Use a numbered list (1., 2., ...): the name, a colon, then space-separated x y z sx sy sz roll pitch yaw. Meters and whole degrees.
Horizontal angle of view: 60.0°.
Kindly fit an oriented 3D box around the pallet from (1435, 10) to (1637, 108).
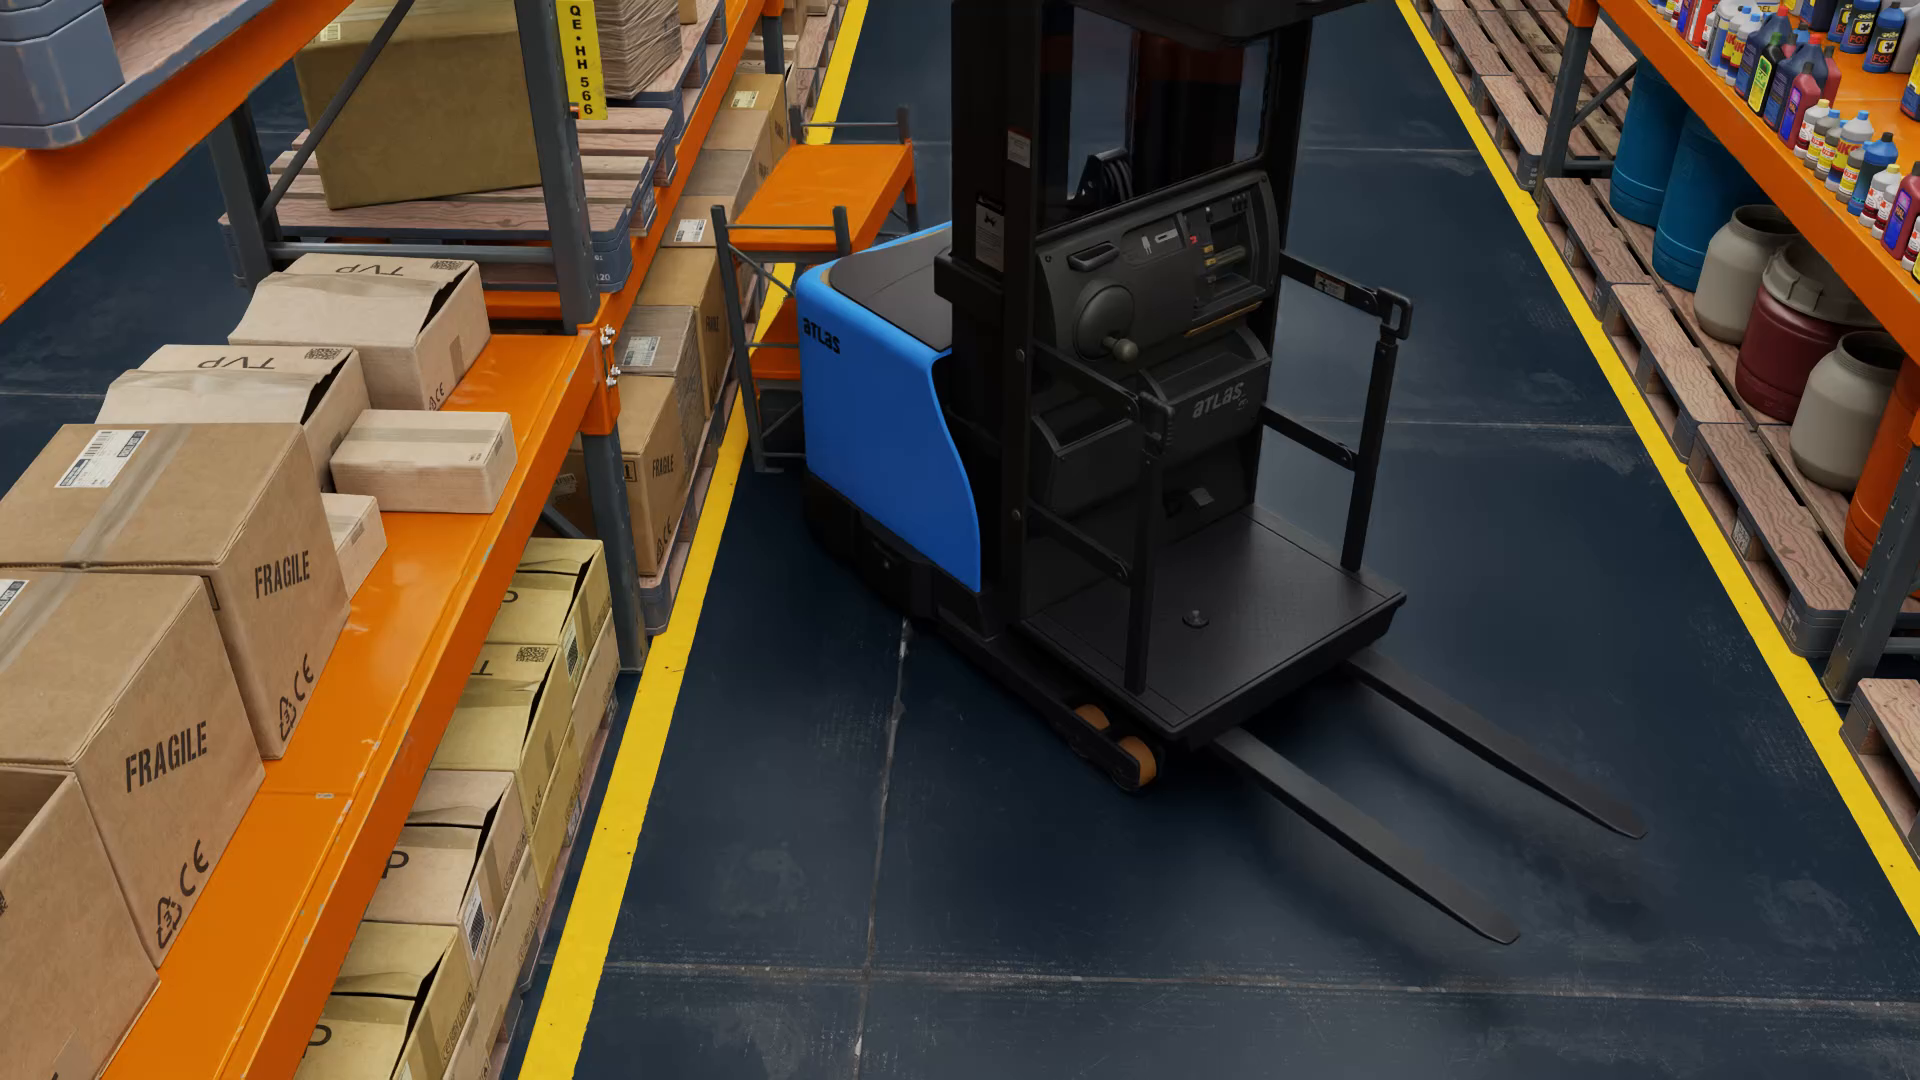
1. pallet: 3.578 -2.990 10.320 1.003 0.211 1.213 1 35 2

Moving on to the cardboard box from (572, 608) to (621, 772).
1. cardboard box: -1.346 0.438 5.044 0.500 0.250 0.500 2 35 3

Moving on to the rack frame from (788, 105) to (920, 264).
1. rack frame: -0.415 -1.302 7.088 0.500 1.125 0.032 3 35 12

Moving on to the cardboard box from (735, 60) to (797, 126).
1. cardboard box: -1.175 -2.437 9.065 0.500 0.311 0.500 1 35 2

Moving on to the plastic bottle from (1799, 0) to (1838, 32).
1. plastic bottle: 3.680 -2.346 7.022 0.144 0.351 0.185 1 35 2

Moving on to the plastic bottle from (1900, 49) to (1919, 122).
1. plastic bottle: 3.630 -1.742 6.163 0.144 0.351 0.185 1 35 2

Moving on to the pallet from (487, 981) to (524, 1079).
1. pallet: -1.693 1.489 3.947 1.003 0.211 1.213 1 35 2

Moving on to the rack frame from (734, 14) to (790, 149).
1. rack frame: -1.408 -3.121 8.082 1.000 3.000 0.127 1 35 2

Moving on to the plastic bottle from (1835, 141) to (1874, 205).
1. plastic bottle: 3.014 -1.234 5.569 0.097 0.201 0.097 0 35 0

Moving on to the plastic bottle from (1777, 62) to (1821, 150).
1. plastic bottle: 3.016 -1.557 5.959 0.061 0.283 0.133 1 35 2

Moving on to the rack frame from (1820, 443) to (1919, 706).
1. rack frame: 3.380 -0.706 4.646 1.000 3.000 0.127 1 35 2

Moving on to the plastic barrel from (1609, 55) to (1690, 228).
1. plastic barrel: 3.502 -2.006 7.955 0.600 0.901 0.708 1 35 2

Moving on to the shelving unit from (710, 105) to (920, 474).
1. shelving unit: -0.513 -1.016 6.680 0.538 1.125 1.048 3 35 12

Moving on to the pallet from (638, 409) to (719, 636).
1. pallet: -1.501 -0.110 6.223 1.003 0.211 1.213 1 35 2

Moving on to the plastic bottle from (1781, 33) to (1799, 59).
1. plastic bottle: 3.090 -1.739 6.217 0.061 0.283 0.133 1 35 2

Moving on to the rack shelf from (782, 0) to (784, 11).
1. rack shelf: -1.328 -3.976 9.924 1.077 0.370 4.000 1 35 2

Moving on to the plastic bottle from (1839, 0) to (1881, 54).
1. plastic bottle: 3.683 -2.133 6.788 0.097 0.271 0.097 0 35 0

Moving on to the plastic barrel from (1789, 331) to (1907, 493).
1. plastic barrel: 3.316 -0.468 6.106 0.421 0.512 0.421 0 35 0

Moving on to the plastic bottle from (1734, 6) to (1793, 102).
1. plastic bottle: 3.077 -1.858 6.328 0.144 0.351 0.185 1 35 2

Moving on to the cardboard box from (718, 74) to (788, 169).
1. cardboard box: -1.142 -1.988 8.262 0.500 0.500 0.500 1 35 2

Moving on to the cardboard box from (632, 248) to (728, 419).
1. cardboard box: -1.224 -0.824 6.605 0.500 0.500 0.500 1 35 1

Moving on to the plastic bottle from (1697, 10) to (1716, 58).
1. plastic bottle: 3.073 -2.068 6.757 0.097 0.201 0.097 0 35 0

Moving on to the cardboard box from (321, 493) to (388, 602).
1. cardboard box: -1.564 0.014 3.840 0.380 0.149 0.250 4 35 5

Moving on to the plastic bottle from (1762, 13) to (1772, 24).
1. plastic bottle: 3.221 -2.009 6.672 0.097 0.201 0.097 0 35 0

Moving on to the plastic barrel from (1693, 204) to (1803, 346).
1. plastic barrel: 3.362 -1.117 7.029 0.421 0.512 0.421 0 35 0

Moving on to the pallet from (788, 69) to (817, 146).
1. pallet: -1.380 -2.375 9.445 1.003 0.211 1.213 1 35 2

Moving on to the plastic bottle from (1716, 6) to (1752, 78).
1. plastic bottle: 3.063 -1.963 6.547 0.097 0.271 0.097 0 35 0

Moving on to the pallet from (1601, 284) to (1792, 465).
1. pallet: 3.422 -0.718 7.089 1.003 0.211 1.213 1 35 2

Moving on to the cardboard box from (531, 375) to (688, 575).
1. cardboard box: -1.265 -0.235 5.767 0.500 0.500 0.500 3 35 4

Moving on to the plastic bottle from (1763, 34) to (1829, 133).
1. plastic bottle: 3.064 -1.676 6.068 0.144 0.351 0.185 1 35 2

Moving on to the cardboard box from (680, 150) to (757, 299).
1. cardboard box: -1.190 -1.416 7.448 0.500 0.500 0.500 2 35 2

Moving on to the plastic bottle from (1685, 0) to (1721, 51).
1. plastic bottle: 3.105 -2.165 6.829 0.152 0.276 0.135 1 35 2

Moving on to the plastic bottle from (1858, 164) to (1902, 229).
1. plastic bottle: 3.006 -1.122 5.410 0.097 0.201 0.097 0 35 0

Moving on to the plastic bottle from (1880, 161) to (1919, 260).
1. plastic bottle: 2.980 -1.033 5.213 0.061 0.283 0.133 1 35 2

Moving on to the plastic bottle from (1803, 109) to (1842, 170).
1. plastic bottle: 3.026 -1.401 5.808 0.097 0.201 0.097 0 35 0

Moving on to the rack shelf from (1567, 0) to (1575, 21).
1. rack shelf: 3.621 -3.859 9.758 1.077 0.370 4.000 1 35 2

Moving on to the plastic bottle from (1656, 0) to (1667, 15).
1. plastic bottle: 3.095 -2.418 7.194 0.097 0.271 0.097 0 35 0

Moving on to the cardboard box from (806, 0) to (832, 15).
1. cardboard box: -1.091 -3.611 10.788 0.500 0.250 0.500 1 35 2

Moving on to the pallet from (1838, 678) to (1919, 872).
1. pallet: 3.311 0.879 4.816 1.003 0.211 1.213 1 35 2

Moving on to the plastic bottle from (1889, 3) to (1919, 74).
1. plastic bottle: 3.799 -2.010 6.609 0.152 0.276 0.135 1 35 2

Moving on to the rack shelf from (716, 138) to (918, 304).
1. rack shelf: -0.535 -1.257 6.516 0.538 0.278 1.000 3 35 12

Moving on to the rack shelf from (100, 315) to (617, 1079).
1. rack shelf: -1.649 0.621 3.384 1.077 0.370 4.000 1 35 2

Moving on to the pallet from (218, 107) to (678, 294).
1. pallet: -1.612 -1.135 5.424 1.213 0.211 1.003 1 35 2

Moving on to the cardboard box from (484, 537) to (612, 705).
1. cardboard box: -1.344 0.207 4.884 0.500 0.311 0.500 2 35 3

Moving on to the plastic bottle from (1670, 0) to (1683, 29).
1. plastic bottle: 3.087 -2.278 7.055 0.097 0.201 0.097 0 35 0

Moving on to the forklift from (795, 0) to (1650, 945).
1. forklift: 0.738 -0.752 4.772 1.130 2.935 3.031 -25 42 -31

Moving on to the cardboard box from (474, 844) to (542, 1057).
1. cardboard box: -1.387 1.023 4.211 0.500 0.250 0.500 2 35 3

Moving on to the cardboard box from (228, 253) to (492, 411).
1. cardboard box: -1.627 -0.578 4.542 0.500 0.311 0.500 3 35 5

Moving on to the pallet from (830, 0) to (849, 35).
1. pallet: -1.282 -3.776 11.440 1.003 0.211 1.213 1 35 2

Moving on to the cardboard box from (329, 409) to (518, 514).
1. cardboard box: -1.329 -0.197 4.140 0.380 0.149 0.250 1 35 2

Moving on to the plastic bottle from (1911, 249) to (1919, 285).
1. plastic bottle: 2.970 -0.901 5.025 0.061 0.283 0.133 1 35 2

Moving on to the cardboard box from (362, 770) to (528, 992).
1. cardboard box: -1.381 0.796 4.047 0.500 0.311 0.500 1 35 2

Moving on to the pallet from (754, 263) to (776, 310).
1. pallet: -1.403 -1.512 8.218 1.003 0.211 1.213 1 35 2

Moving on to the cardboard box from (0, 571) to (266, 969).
1. cardboard box: -1.641 0.403 2.981 0.500 0.500 0.500 1 35 2

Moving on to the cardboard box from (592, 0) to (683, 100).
1. cardboard box: -1.429 -1.921 5.923 0.700 0.500 0.500 8 36 11
